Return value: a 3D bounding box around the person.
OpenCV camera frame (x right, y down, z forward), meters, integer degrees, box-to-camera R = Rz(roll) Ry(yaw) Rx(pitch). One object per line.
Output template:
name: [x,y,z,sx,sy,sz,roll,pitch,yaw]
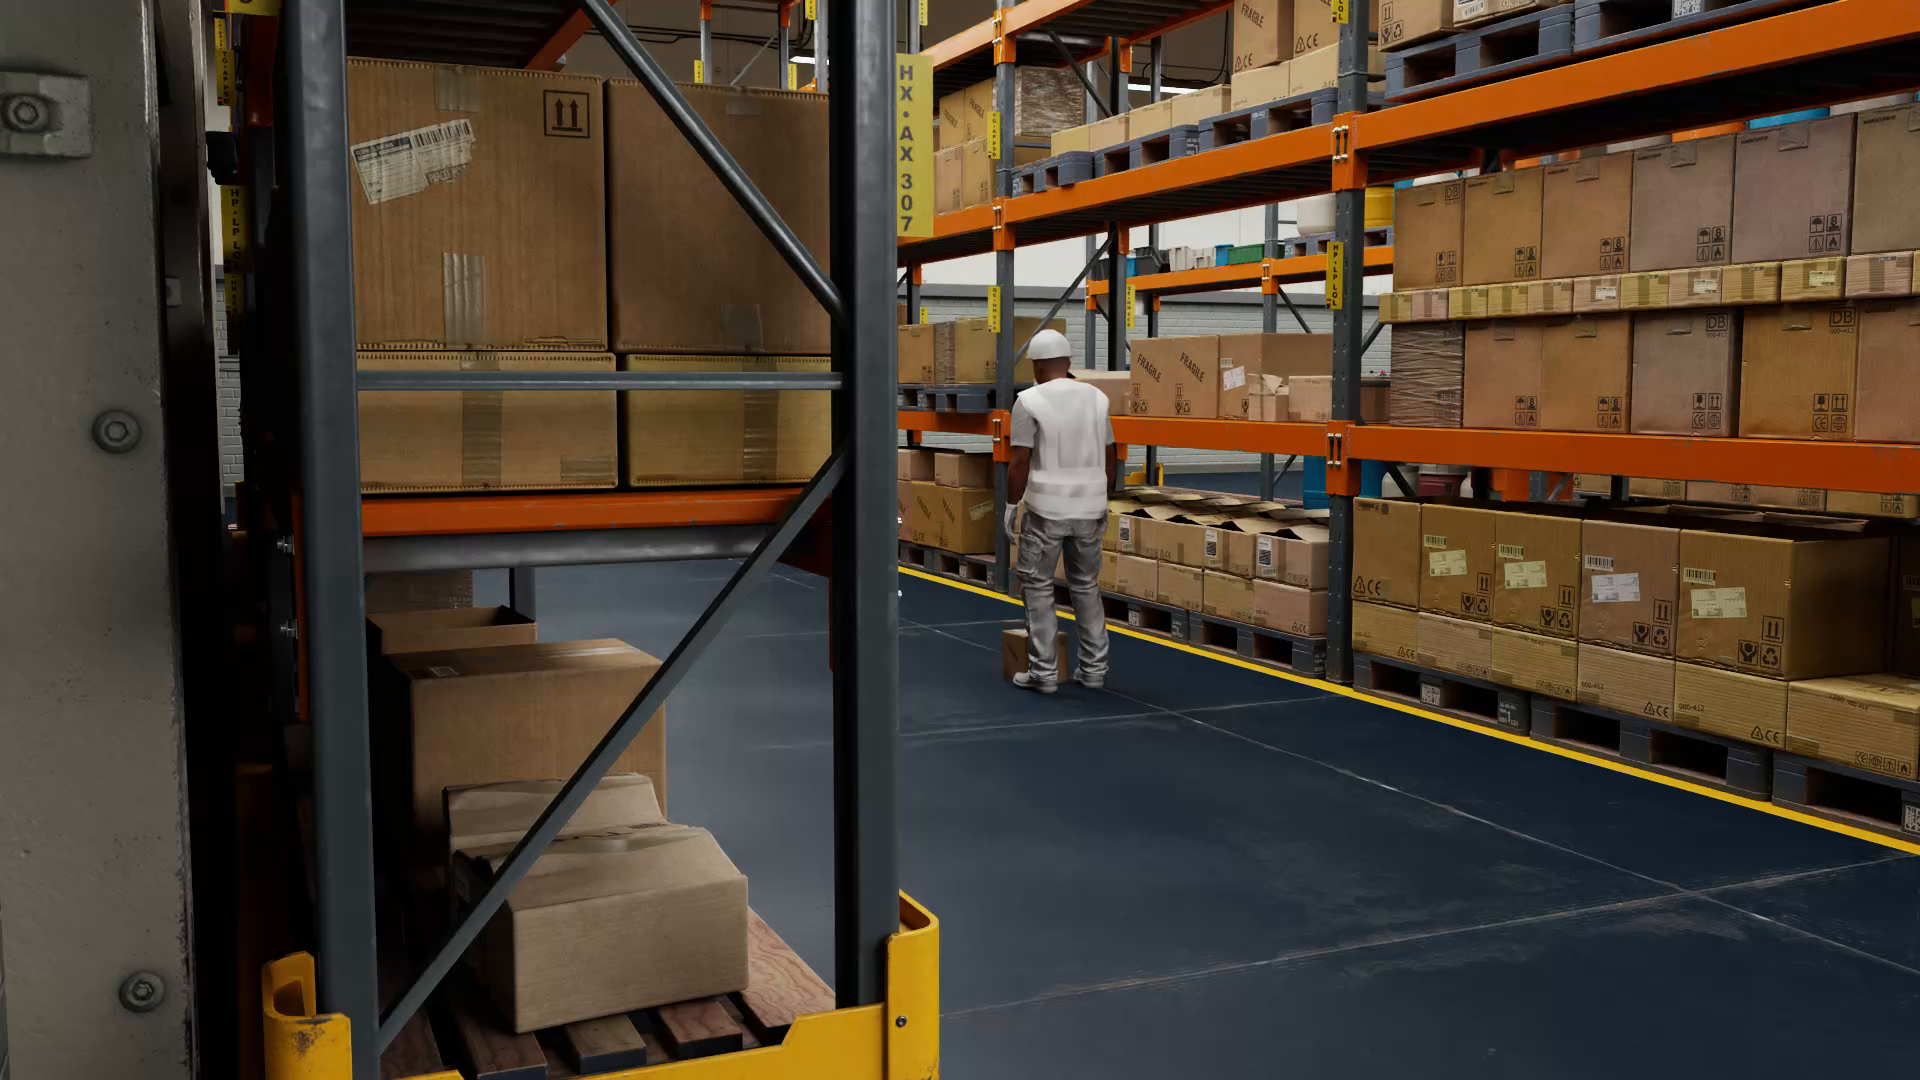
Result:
person: [0.488,-0.145,8.209,0.606,1.773,0.447,-3,6,-26]
